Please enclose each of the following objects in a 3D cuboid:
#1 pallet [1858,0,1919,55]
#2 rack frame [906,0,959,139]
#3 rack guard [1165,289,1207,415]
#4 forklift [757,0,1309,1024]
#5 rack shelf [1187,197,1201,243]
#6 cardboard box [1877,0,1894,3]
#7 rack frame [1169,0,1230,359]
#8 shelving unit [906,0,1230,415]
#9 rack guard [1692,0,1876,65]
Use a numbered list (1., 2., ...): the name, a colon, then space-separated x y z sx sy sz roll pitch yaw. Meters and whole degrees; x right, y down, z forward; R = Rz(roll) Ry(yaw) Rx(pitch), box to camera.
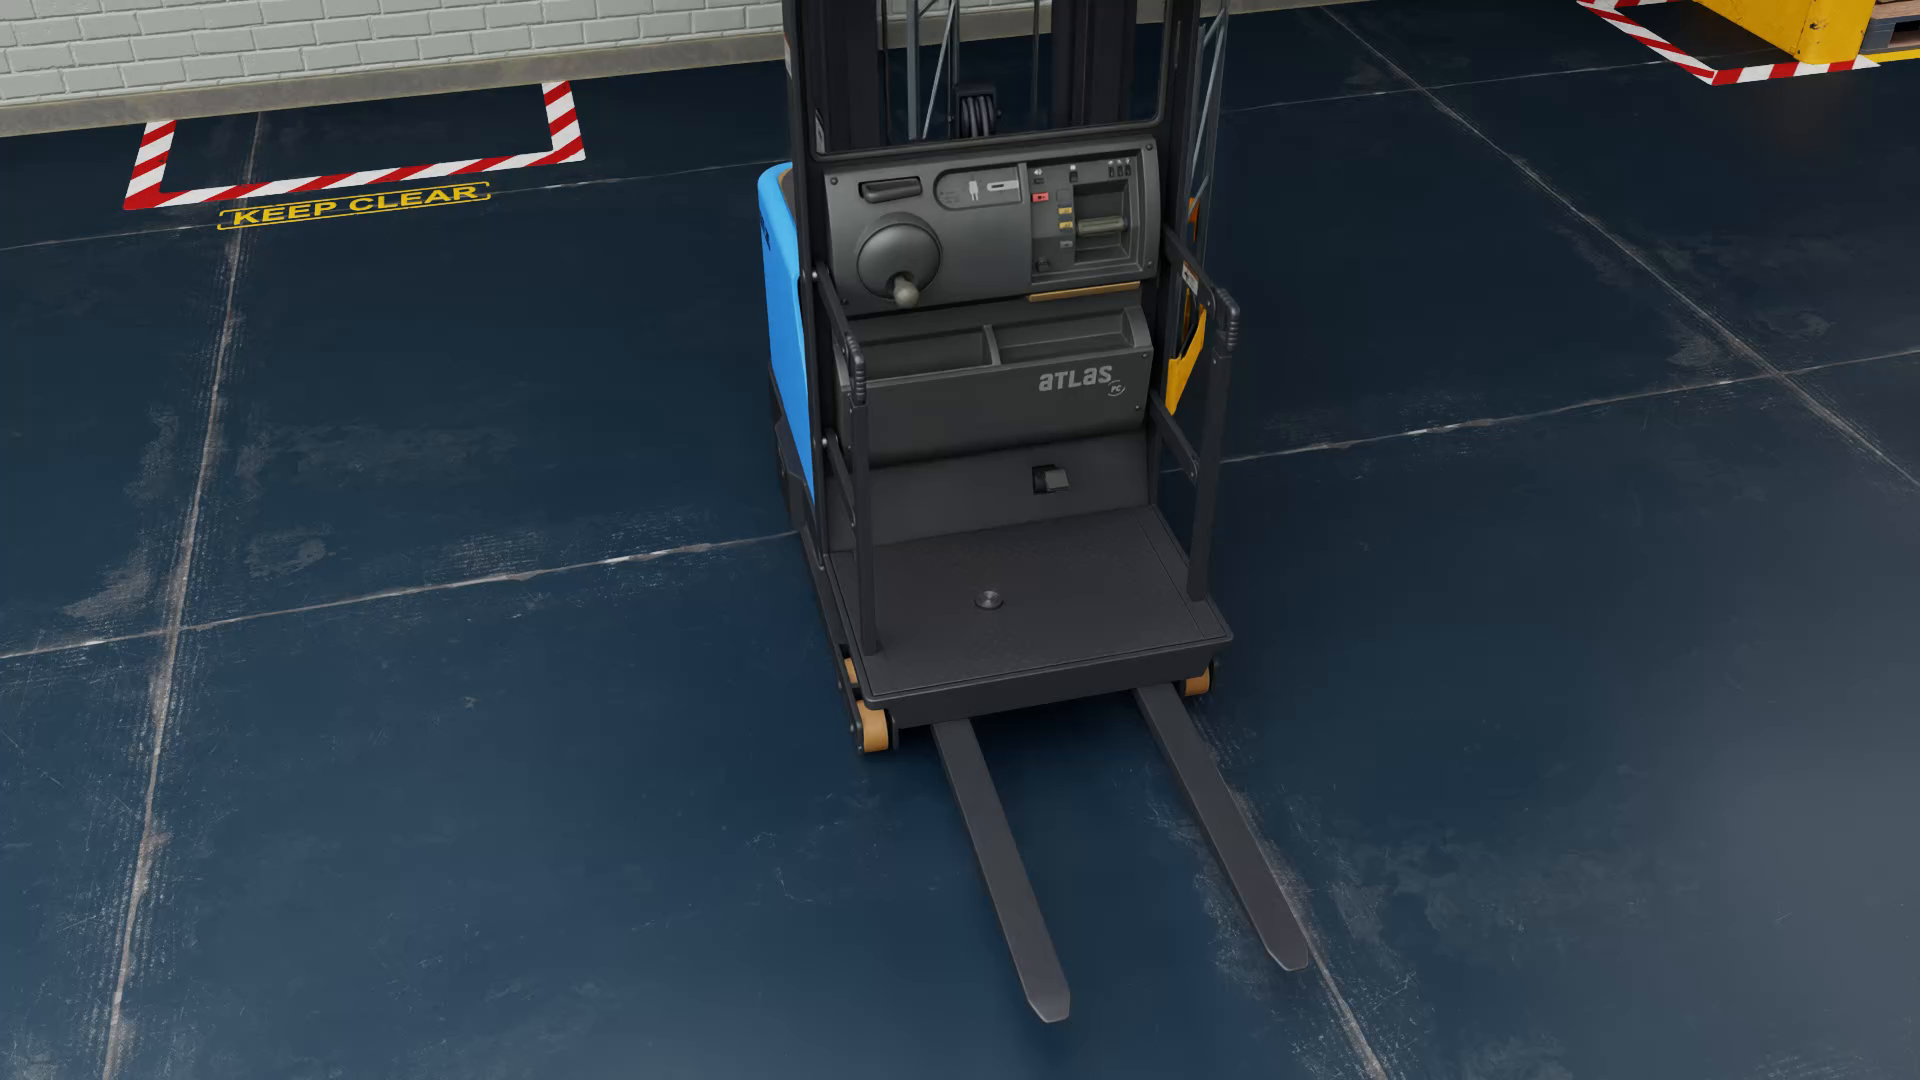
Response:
1. pallet: 5.484 -3.177 9.729 1.213 0.211 1.003 -9 38 -12
2. rack frame: -0.096 -1.440 6.397 0.032 1.500 0.500 12 39 15
3. rack guard: 0.867 -0.746 6.520 0.087 0.250 0.587 12 39 15
4. forklift: 0.153 -0.795 4.376 1.130 2.935 3.031 -9 38 -11
5. rack shelf: 0.386 -1.198 6.378 1.000 0.185 0.538 12 39 15
6. cardboard box: 5.309 -3.328 9.482 0.500 0.311 0.500 -14 39 -17
7. rack frame: 0.868 -1.243 6.140 0.032 1.500 0.500 12 39 15
8. shelving unit: 0.395 -1.339 6.266 1.083 1.500 0.587 12 39 15
9. rack guard: 4.691 -3.184 9.500 0.348 0.500 1.175 -9 38 -12
